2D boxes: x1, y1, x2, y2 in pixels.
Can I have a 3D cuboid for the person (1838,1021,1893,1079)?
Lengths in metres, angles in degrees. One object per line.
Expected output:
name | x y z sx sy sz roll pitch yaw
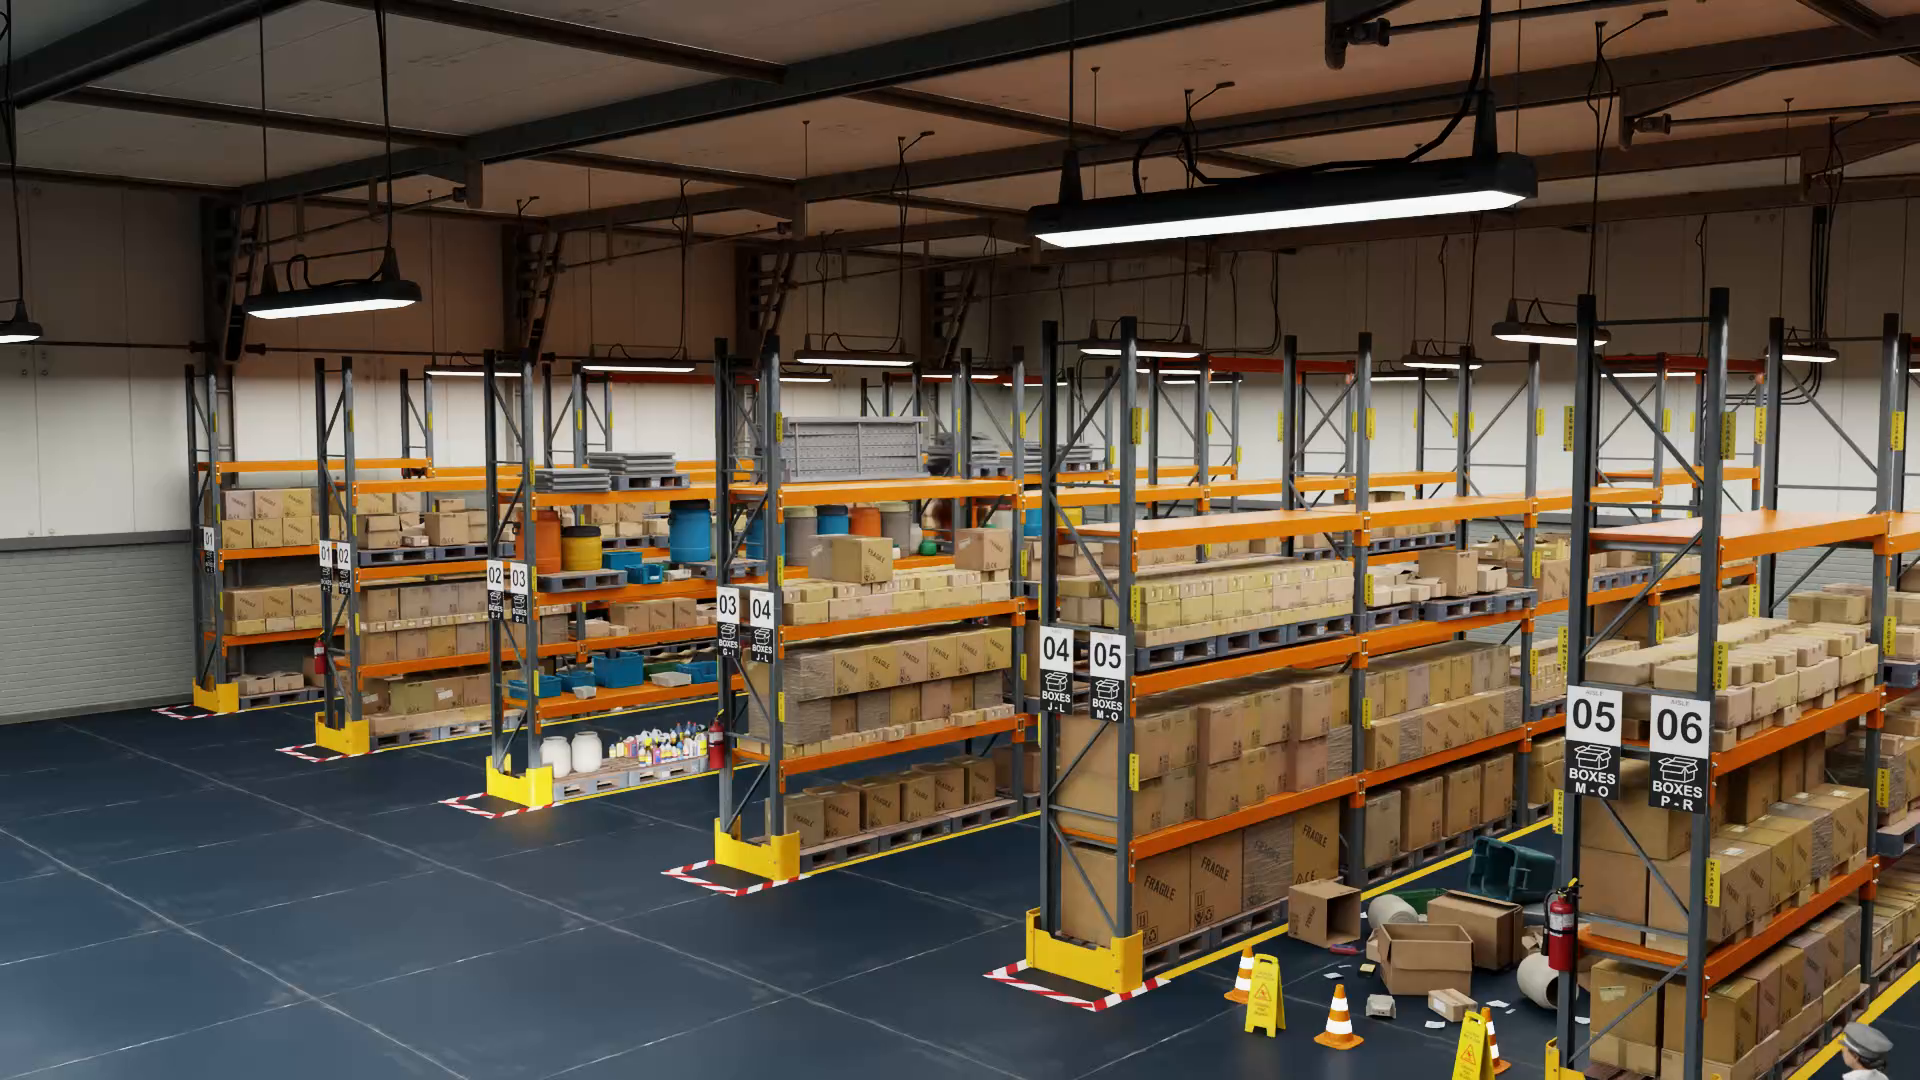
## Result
person | 5.171 3.603 9.587 1.026 1.636 0.435 2 5 24
